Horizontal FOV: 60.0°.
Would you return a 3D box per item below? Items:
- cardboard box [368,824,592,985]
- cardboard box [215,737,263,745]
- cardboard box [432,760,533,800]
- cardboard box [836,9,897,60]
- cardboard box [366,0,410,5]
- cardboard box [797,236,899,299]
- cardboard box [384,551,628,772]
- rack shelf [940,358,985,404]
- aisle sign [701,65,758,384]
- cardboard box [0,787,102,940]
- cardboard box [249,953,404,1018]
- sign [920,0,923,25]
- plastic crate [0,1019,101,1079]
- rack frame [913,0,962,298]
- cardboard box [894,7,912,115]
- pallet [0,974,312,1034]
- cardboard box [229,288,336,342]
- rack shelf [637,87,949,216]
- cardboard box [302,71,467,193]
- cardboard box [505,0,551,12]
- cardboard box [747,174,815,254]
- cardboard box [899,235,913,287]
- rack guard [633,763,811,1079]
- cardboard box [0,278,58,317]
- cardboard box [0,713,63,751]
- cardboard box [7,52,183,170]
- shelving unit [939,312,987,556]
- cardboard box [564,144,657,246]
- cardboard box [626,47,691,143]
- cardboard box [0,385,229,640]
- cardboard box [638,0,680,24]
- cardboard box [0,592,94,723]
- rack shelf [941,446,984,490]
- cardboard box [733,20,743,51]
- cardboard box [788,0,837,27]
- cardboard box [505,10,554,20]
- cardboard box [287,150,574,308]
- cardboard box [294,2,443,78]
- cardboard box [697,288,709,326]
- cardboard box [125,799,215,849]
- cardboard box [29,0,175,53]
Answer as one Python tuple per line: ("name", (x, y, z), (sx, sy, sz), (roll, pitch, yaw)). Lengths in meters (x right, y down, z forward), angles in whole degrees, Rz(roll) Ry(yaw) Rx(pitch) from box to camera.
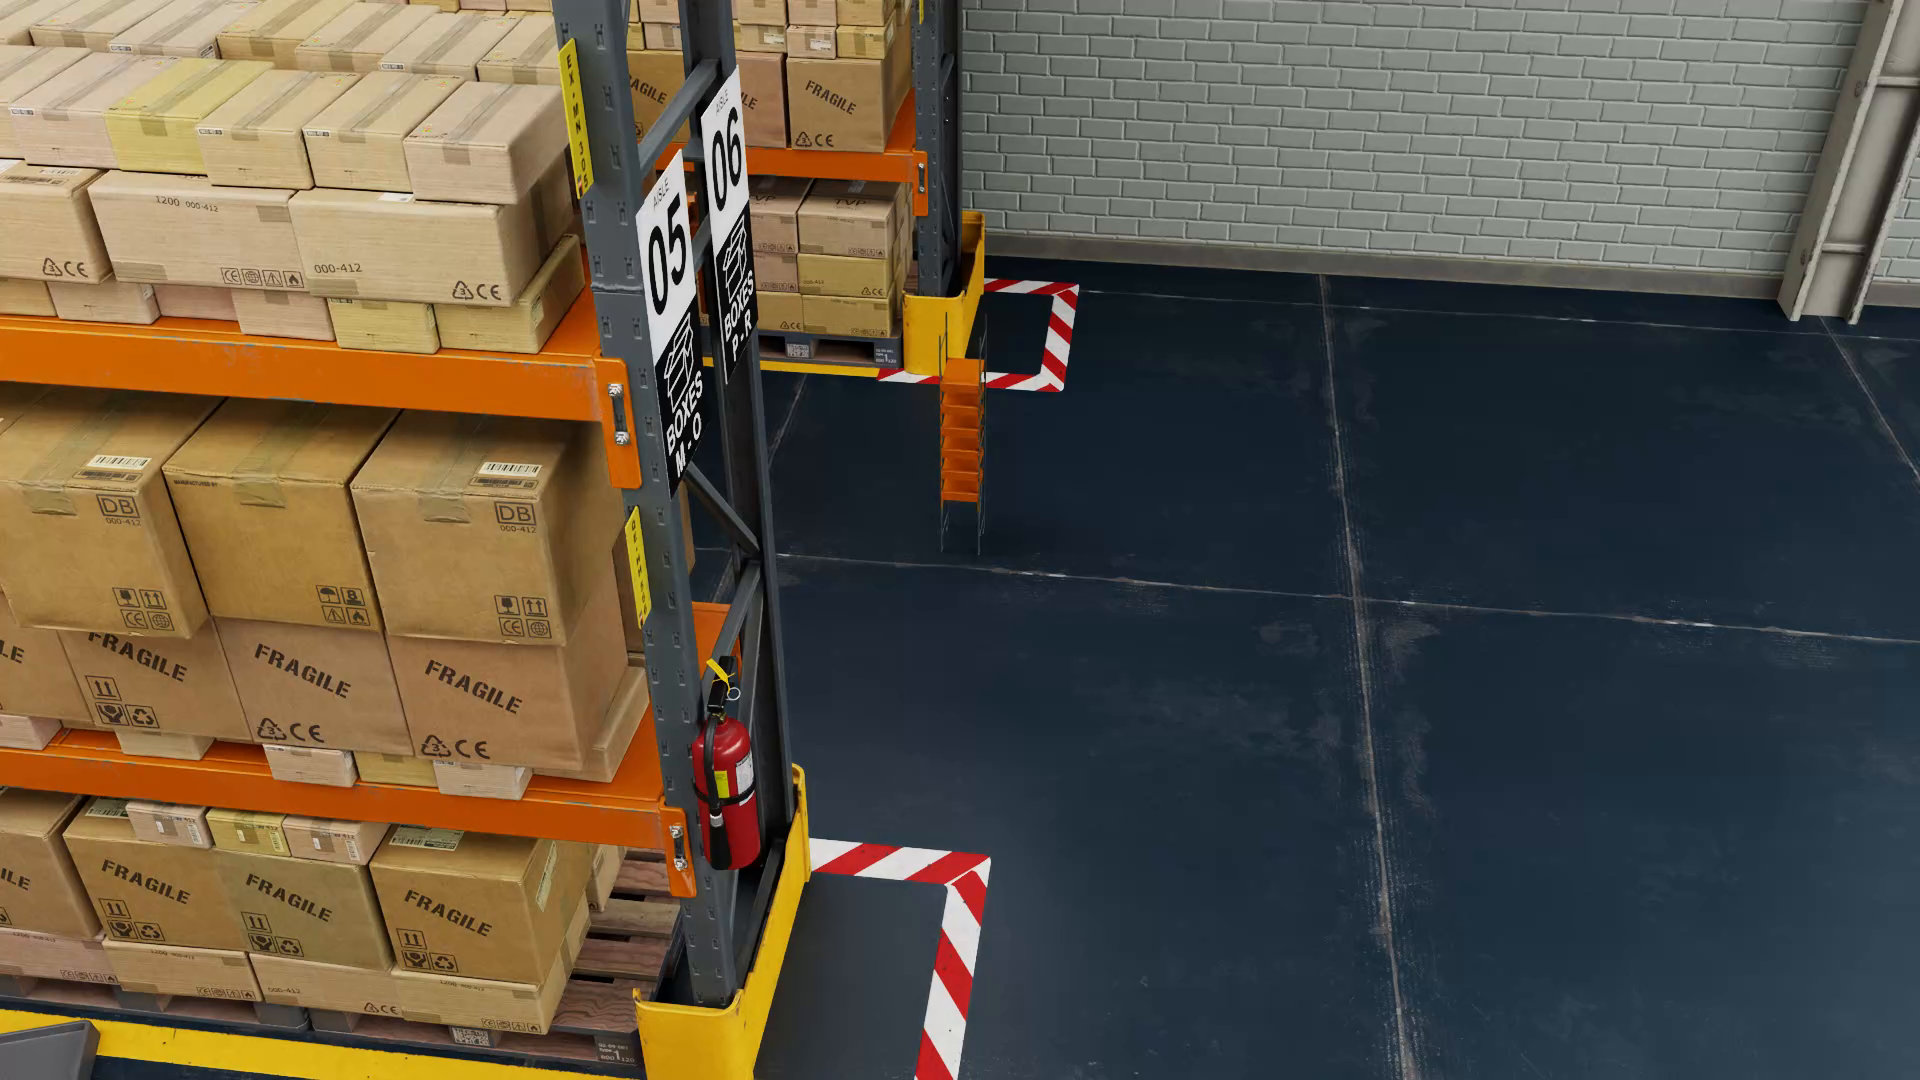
("cardboard box", (-1.567, 1.089, 5.502), (0.500, 0.500, 0.500), (4, 36, 6))
("cardboard box", (-2.150, 0.465, 5.232), (0.250, 0.149, 0.380), (5, 36, 7))
("cardboard box", (-1.403, 0.598, 5.046), (0.250, 0.149, 0.380), (4, 36, 5))
("cardboard box", (-0.491, -2.674, 8.770), (0.250, 0.149, 0.380), (5, 36, 7))
("cardboard box", (-3.033, -2.973, 8.933), (0.250, 0.149, 0.380), (5, 36, 7))
("cardboard box", (-0.634, -1.616, 9.508), (0.500, 0.250, 0.500), (4, 36, 5))
("cardboard box", (-1.313, 0.312, 4.889), (0.500, 0.500, 0.500), (4, 36, 5))
("rack shelf", (0.014, -0.744, 7.717), (0.180, 0.103, 0.258), (4, 36, 6))
("aisle sign", (-0.639, -0.877, 4.659), (0.004, 0.787, 0.394), (4, 36, 6))
("cardboard box", (-3.110, 0.974, 5.664), (0.500, 0.500, 0.500), (6, 36, 8))
("cardboard box", (-2.088, 1.356, 5.774), (0.500, 0.250, 0.500), (4, 36, 6))
("sign", (-0.194, -2.761, 8.336), (0.005, 0.325, 0.100), (4, 36, 6))
("plastic crate", (-3.254, 1.836, 5.608), (0.583, 0.080, 0.402), (-7, 36, -10))
("rack frame", (-0.111, -2.505, 9.178), (0.127, 3.000, 1.000), (4, 36, 6))
("cardboard box", (-0.567, -2.743, 9.425), (0.500, 0.500, 0.500), (5, 36, 7))
("pallet", (-2.823, 1.312, 6.230), (1.213, 0.211, 1.003), (4, 36, 6))
("cardboard box", (-1.639, -0.668, 4.237), (0.250, 0.149, 0.380), (5, 36, 7))
("rack shelf", (-2.095, -2.360, 9.594), (4.000, 0.370, 1.077), (4, 36, 6))
("cardboard box", (-1.364, -0.984, 3.995), (0.250, 0.149, 0.380), (5, 36, 7))
("cardboard box", (-2.263, -2.975, 8.935), (0.250, 0.149, 0.380), (4, 36, 6))
("cardboard box", (-1.115, -1.853, 9.409), (0.500, 0.250, 0.500), (5, 36, 7))
("cardboard box", (-0.573, -1.706, 10.064), (0.500, 0.250, 0.500), (4, 36, 6))
("rack guard", (-0.815, 1.367, 5.904), (0.348, 0.500, 1.175), (4, 36, 6))
("cardboard box", (-2.396, -0.740, 4.338), (0.250, 0.149, 0.380), (3, 36, 5))
("cardboard box", (-2.914, 0.472, 5.223), (0.250, 0.149, 0.380), (4, 36, 6))
("cardboard box", (-2.106, -1.063, 4.105), (0.250, 0.149, 0.380), (4, 36, 6))
("shelving unit", (0.014, -0.487, 7.900), (0.189, 1.200, 0.258), (4, 36, 6))
("cardboard box", (-1.027, -0.975, 4.668), (0.250, 0.149, 0.380), (4, 36, 6))
("cardboard box", (-1.654, -2.512, 9.102), (0.500, 0.500, 0.500), (4, 36, 5))
("cardboard box", (-2.294, -0.146, 4.669), (0.500, 0.500, 0.700), (4, 36, 5))
("cardboard box", (-1.515, -2.857, 8.770), (0.250, 0.149, 0.380), (5, 36, 7))
("cardboard box", (-2.805, 0.185, 5.067), (0.500, 0.500, 0.500), (5, 36, 7))
("rack shelf", (0.014, -0.353, 7.995), (0.180, 0.103, 0.258), (4, 36, 6))
("cardboard box", (-1.242, -2.755, 8.884), (0.250, 0.149, 0.380), (4, 36, 6))
("cardboard box", (-0.742, -2.836, 8.742), (0.250, 0.149, 0.380), (4, 36, 6))
("cardboard box", (-2.265, -2.805, 8.953), (0.250, 0.149, 0.380), (4, 36, 5))
("cardboard box", (-1.281, -0.808, 4.092), (0.500, 0.250, 0.500), (4, 36, 5))
("cardboard box", (-1.558, -1.295, 4.431), (0.250, 0.149, 0.380), (4, 36, 6))
("cardboard box", (-1.604, -1.494, 9.767), (0.500, 0.250, 0.500), (5, 36, 6))
("cardboard box", (-2.450, 0.796, 5.355), (0.250, 0.149, 0.380), (6, 36, 8))
("cardboard box", (-2.304, -1.387, 4.558), (0.250, 0.149, 0.380), (5, 36, 7))
